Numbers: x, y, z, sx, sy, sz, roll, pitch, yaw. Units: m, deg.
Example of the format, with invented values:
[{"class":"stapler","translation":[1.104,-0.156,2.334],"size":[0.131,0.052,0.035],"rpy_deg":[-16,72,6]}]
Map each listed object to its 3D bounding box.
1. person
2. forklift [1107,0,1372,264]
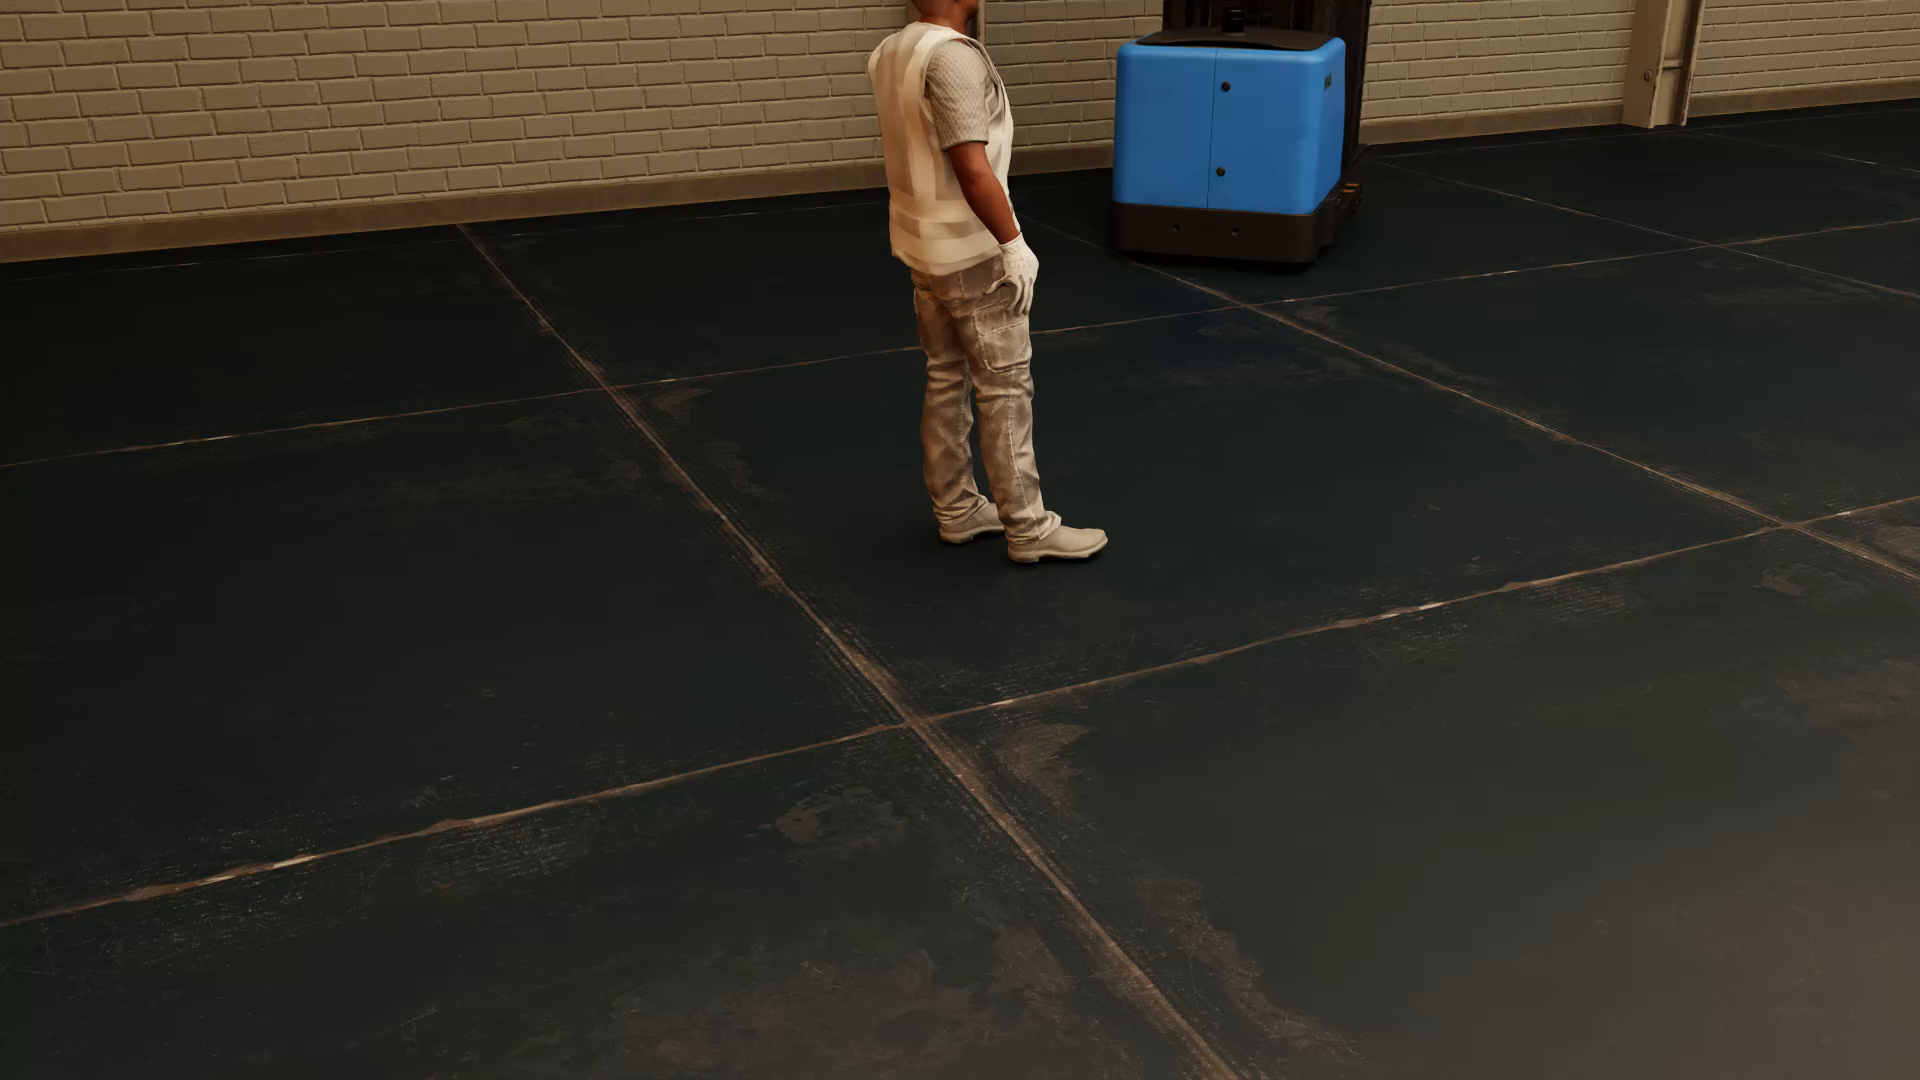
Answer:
[{"class":"person","translation":[0.069,-0.839,4.784],"size":[0.575,1.784,0.656],"rpy_deg":[-10,25,-23]},{"class":"forklift","translation":[1.728,-3.254,9.119],"size":[1.130,2.935,3.031],"rpy_deg":[8,24,18]}]
